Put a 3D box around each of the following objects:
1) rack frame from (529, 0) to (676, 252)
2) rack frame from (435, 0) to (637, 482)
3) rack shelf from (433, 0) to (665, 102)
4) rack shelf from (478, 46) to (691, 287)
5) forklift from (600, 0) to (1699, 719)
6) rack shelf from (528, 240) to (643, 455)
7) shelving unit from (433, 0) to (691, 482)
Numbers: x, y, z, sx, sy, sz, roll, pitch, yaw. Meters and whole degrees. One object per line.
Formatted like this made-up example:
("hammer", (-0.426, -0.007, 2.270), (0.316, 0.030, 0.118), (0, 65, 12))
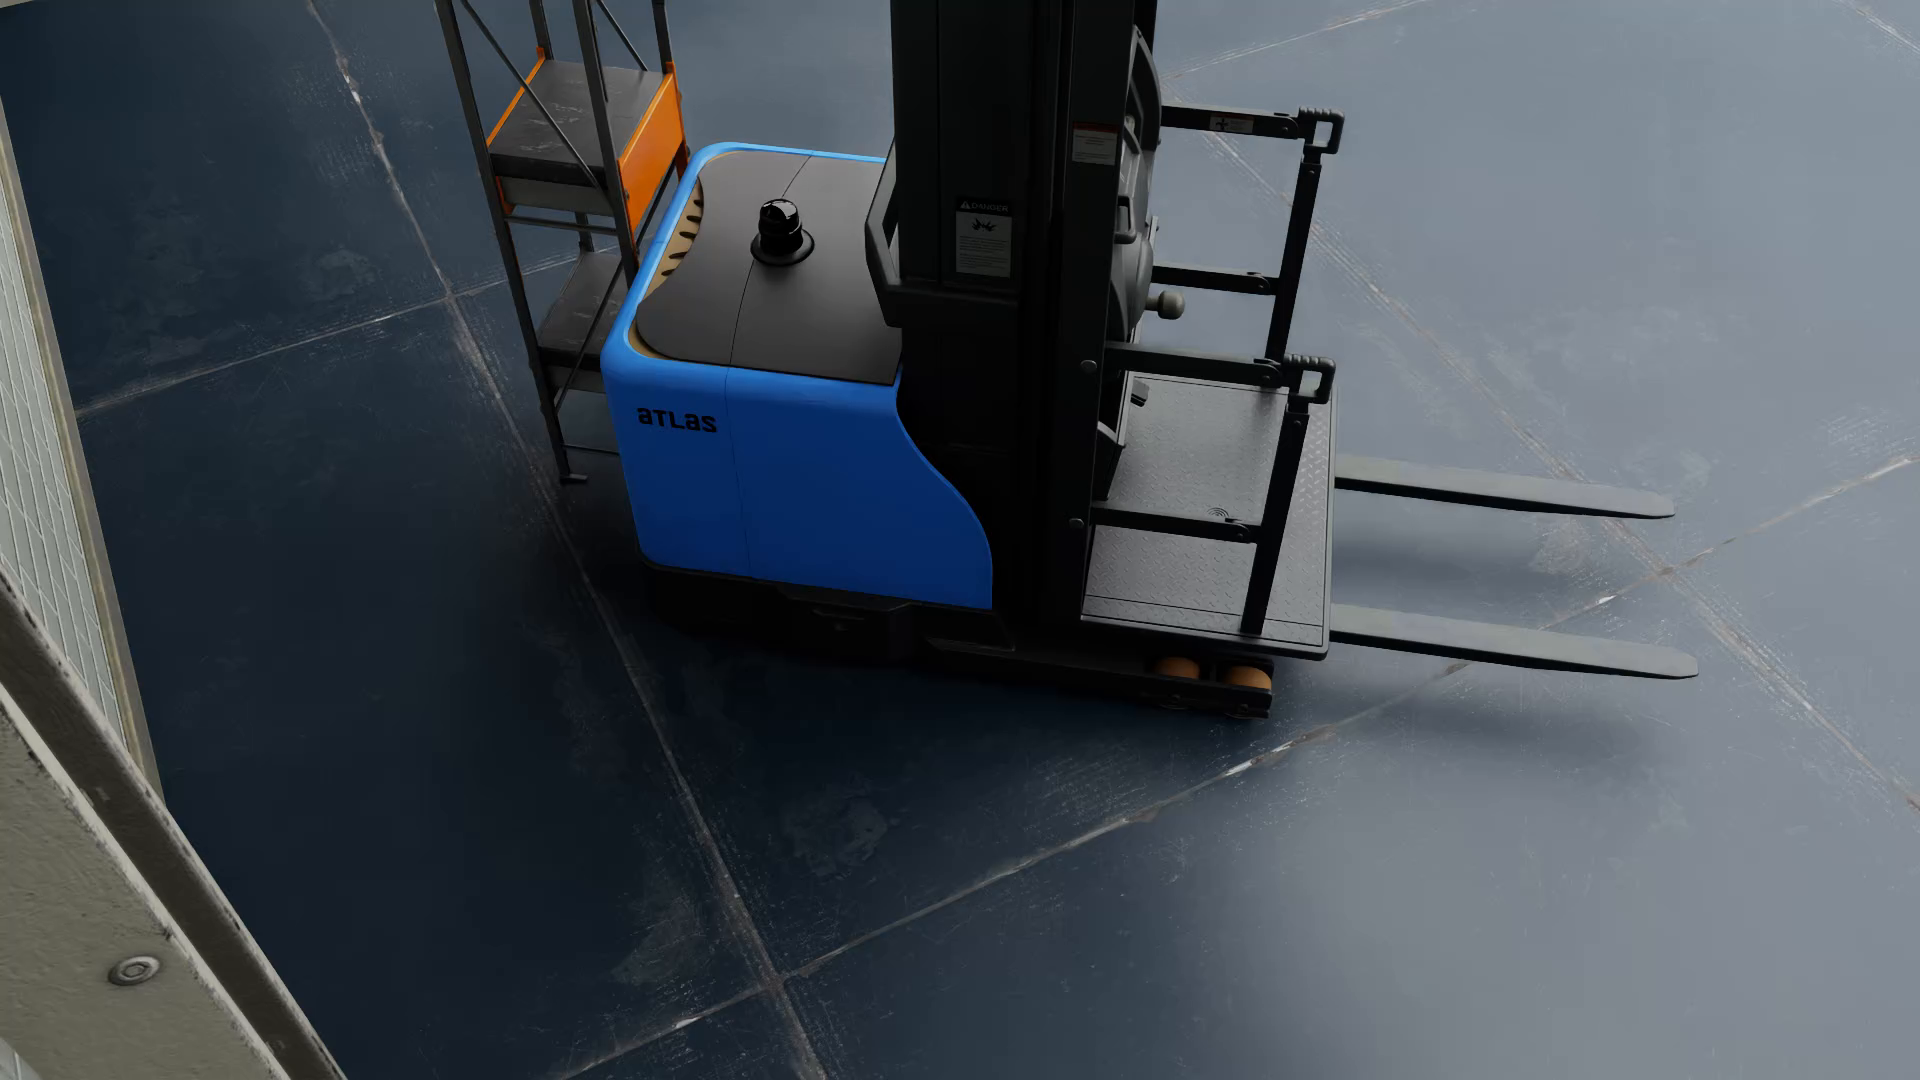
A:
("rack frame", (-1.011, -1.230, 4.931), (0.400, 2.100, 0.015), (9, 49, 7))
("rack frame", (-1.107, -0.870, 4.616), (0.400, 2.100, 0.015), (9, 49, 7))
("rack shelf", (-1.059, -1.502, 4.257), (0.431, 0.518, 0.480), (9, 49, 7))
("rack shelf", (-1.059, -1.041, 4.784), (0.431, 0.518, 0.480), (9, 49, 7))
("forklift", (0.621, -0.884, 4.076), (3.031, 2.935, 1.130), (7, 49, 6))
("rack shelf", (-1.059, -0.580, 5.311), (0.431, 0.518, 0.480), (9, 49, 7))
("shelving unit", (-1.059, -1.050, 4.774), (0.431, 2.100, 0.503), (9, 49, 7))
